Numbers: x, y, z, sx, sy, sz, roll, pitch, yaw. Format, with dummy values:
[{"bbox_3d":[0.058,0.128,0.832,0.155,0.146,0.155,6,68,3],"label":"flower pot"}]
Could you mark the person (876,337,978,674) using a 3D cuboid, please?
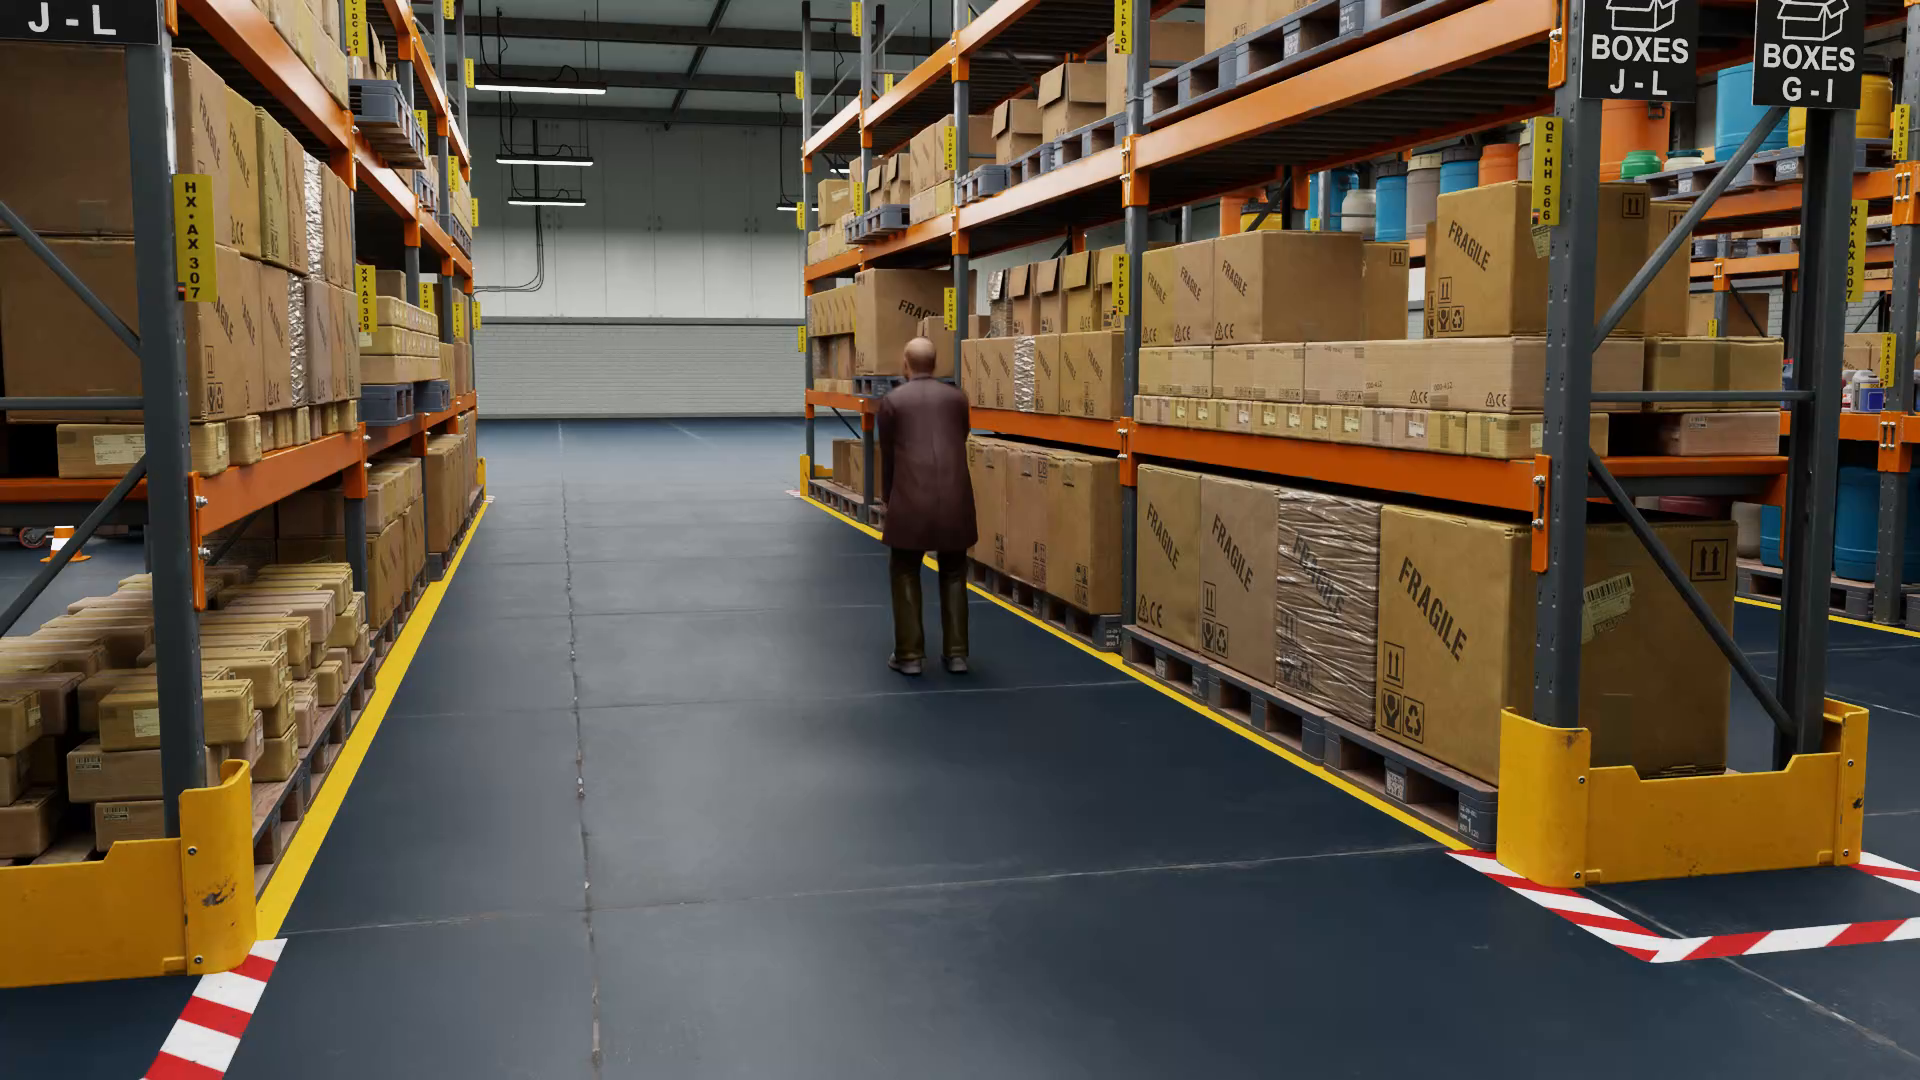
[{"bbox_3d":[-0.182,-0.191,8.826,0.531,1.760,0.591,-2,6,-15],"label":"person"}]
